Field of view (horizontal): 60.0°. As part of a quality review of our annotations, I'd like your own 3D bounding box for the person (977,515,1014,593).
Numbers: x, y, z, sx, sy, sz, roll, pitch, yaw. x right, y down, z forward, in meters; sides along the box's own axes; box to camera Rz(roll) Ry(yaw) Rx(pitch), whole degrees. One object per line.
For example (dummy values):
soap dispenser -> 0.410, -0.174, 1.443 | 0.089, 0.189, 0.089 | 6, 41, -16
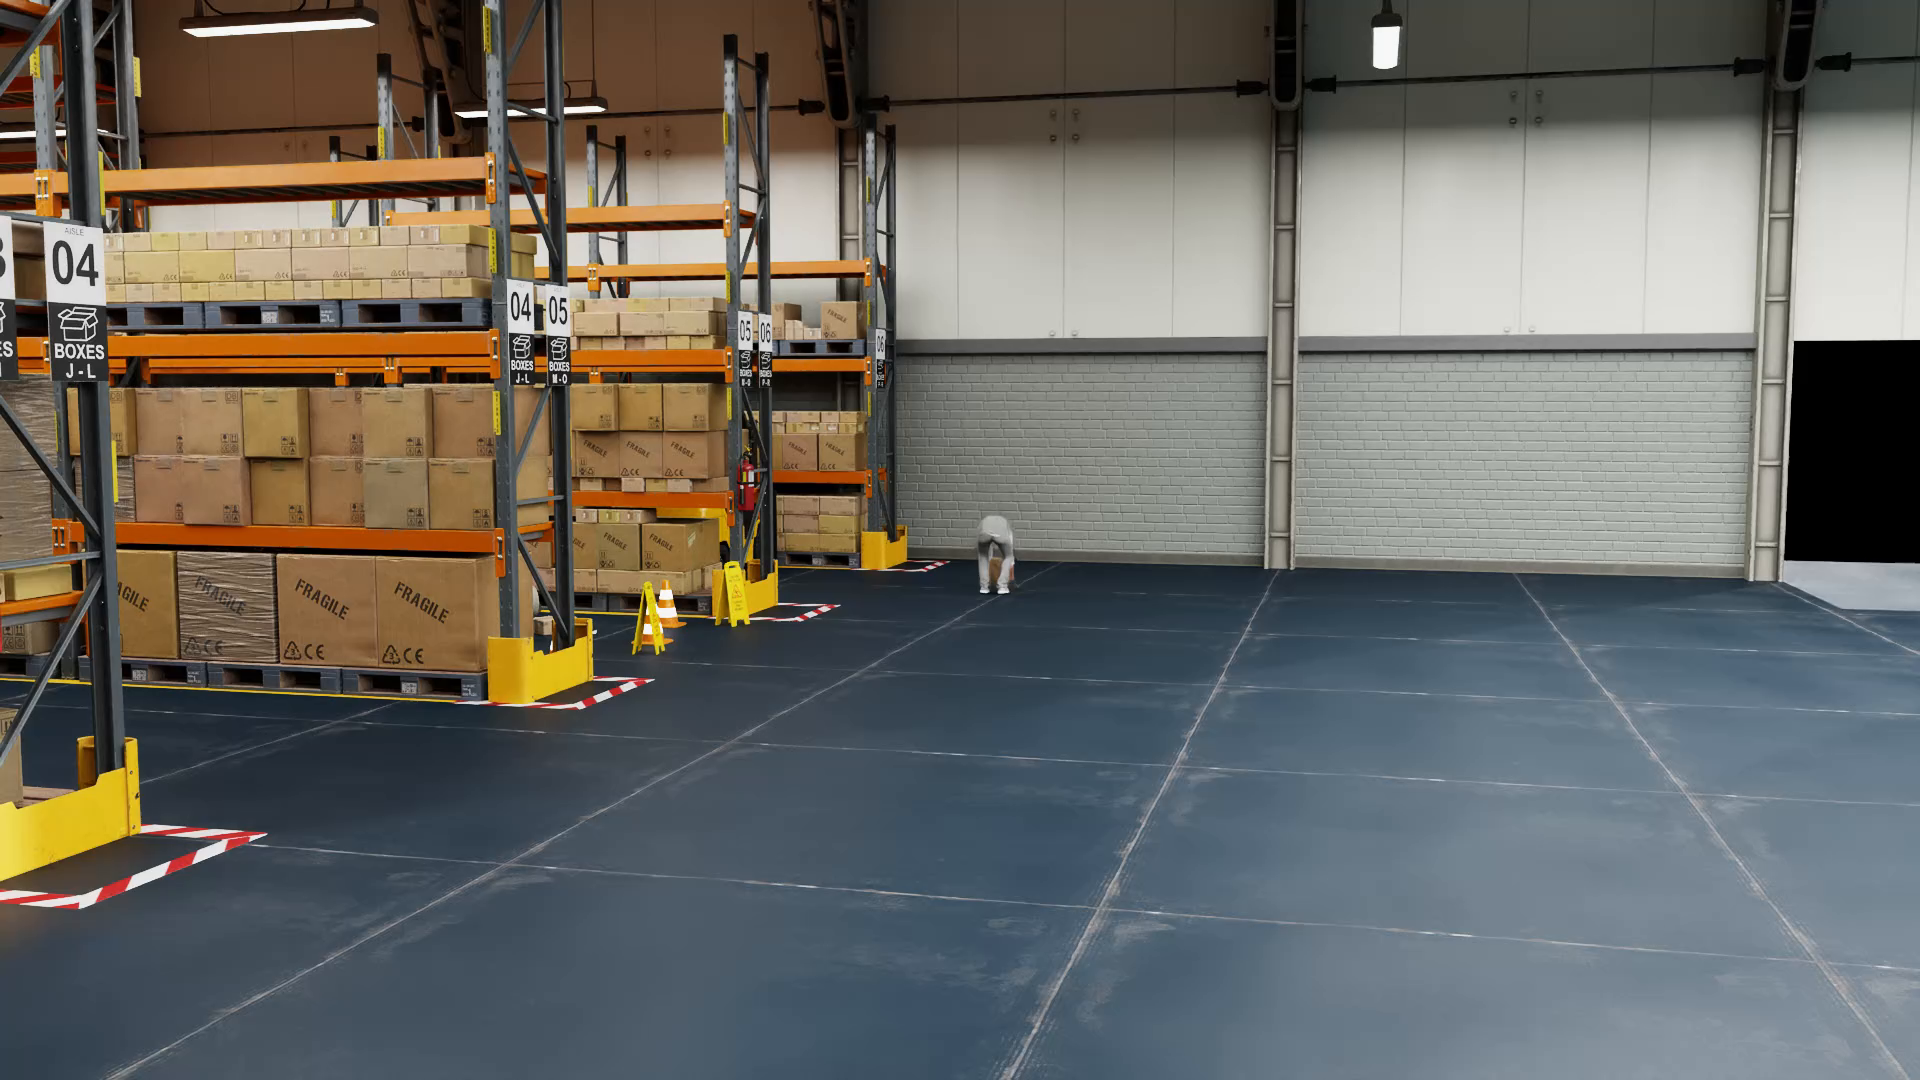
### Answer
person -> 0.433, 0.157, 19.672 | 0.417, 0.923, 0.861 | 1, 5, 11
